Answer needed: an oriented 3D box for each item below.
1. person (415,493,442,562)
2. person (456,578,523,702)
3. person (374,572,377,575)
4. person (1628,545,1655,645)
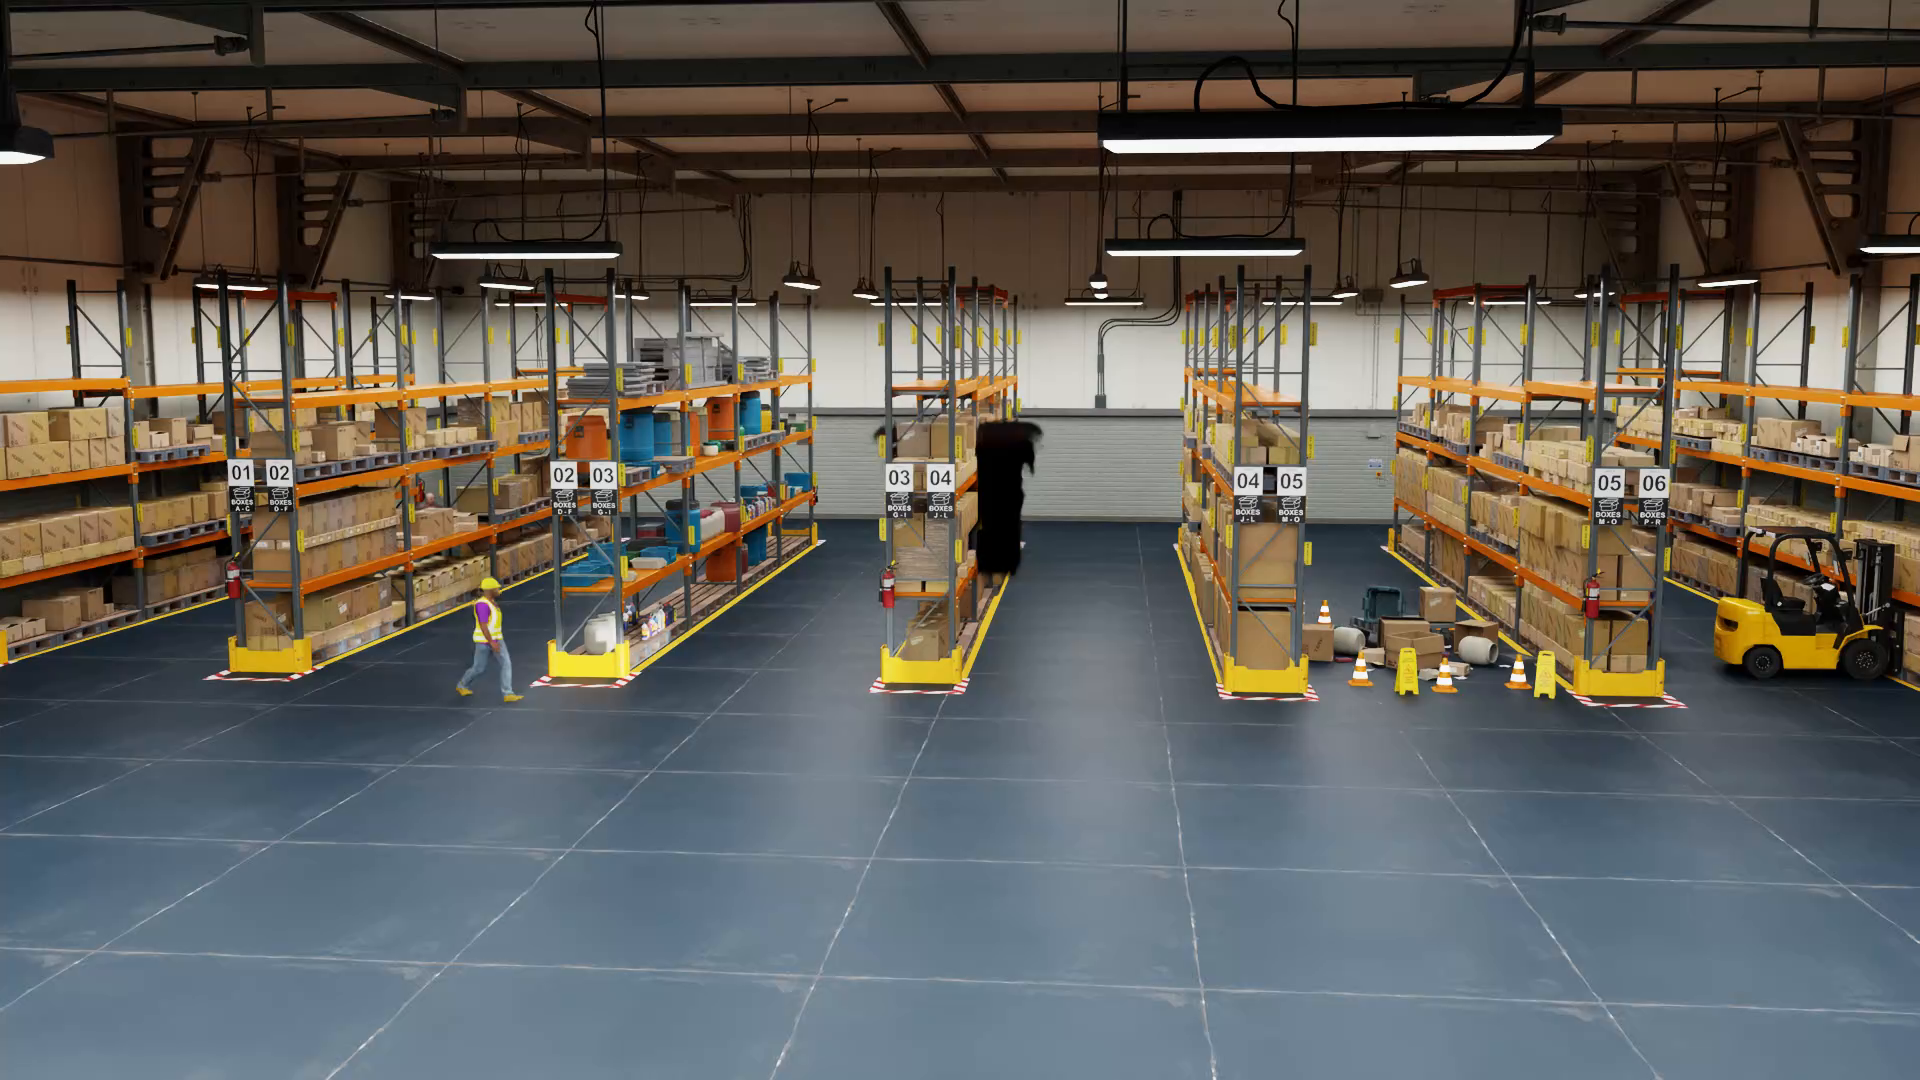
[{"bbox_3d":[-11.245,-0.149,35.292,0.782,1.717,0.936,1,7,6],"label":"person"},{"bbox_3d":[-6.521,1.382,22.888,1.000,1.726,0.495,4,8,28],"label":"person"},{"bbox_3d":[-12.555,-0.089,35.006,0.417,1.754,0.599,0,7,4],"label":"person"},{"bbox_3d":[11.139,0.893,27.181,0.464,1.639,0.658,-5,9,-38],"label":"person"}]
